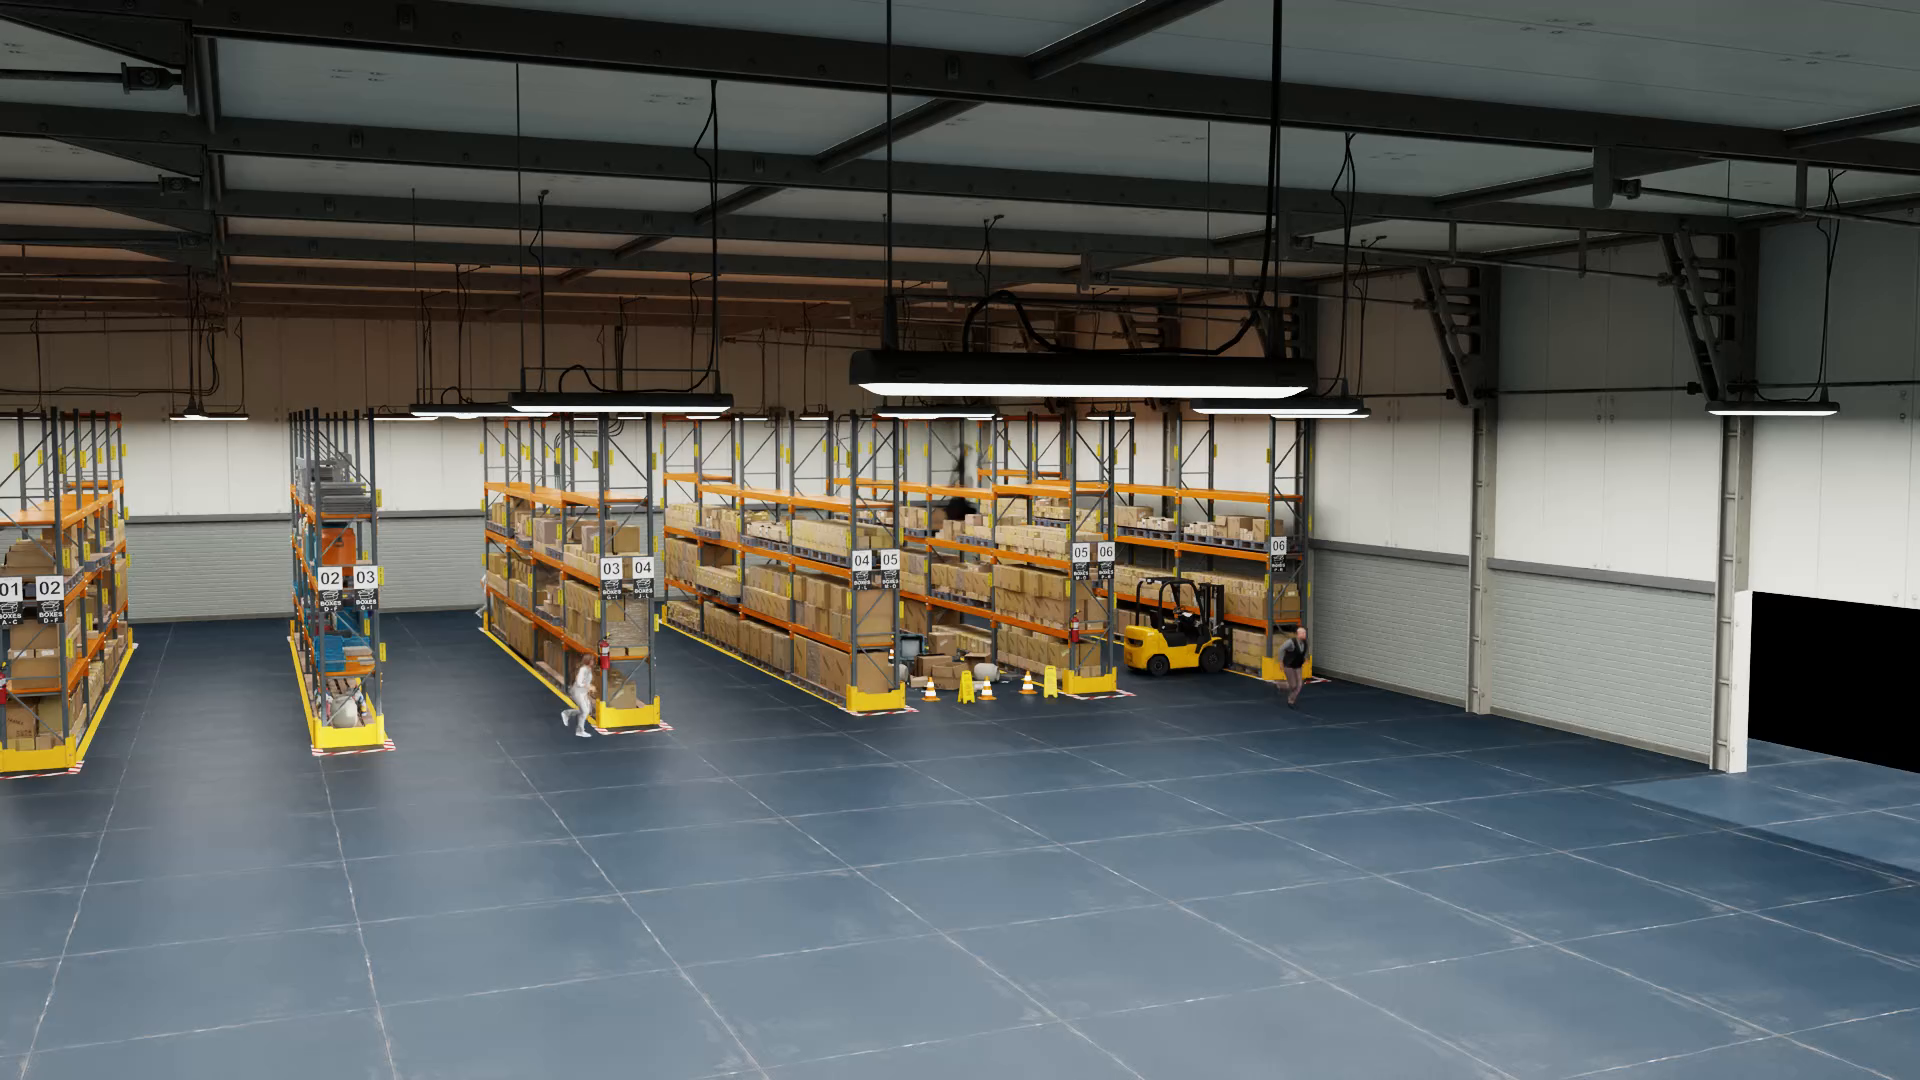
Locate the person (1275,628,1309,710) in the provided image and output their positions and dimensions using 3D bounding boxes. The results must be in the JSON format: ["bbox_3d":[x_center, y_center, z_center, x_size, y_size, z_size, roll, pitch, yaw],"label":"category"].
[{"bbox_3d":[6.686,2.572,33.518,0.653,1.658,0.766,-3,5,-36],"label":"person"}]

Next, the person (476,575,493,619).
[{"bbox_3d":[-13.423,1.583,47.629,1.029,1.711,0.562,1,4,14],"label":"person"}]

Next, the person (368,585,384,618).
[{"bbox_3d":[-16.656,1.645,46.875,0.798,1.570,0.591,-1,4,-16],"label":"person"}]

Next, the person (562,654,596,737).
[{"bbox_3d":[-6.959,2.849,30.393,0.689,1.525,0.507,1,4,7],"label":"person"}]

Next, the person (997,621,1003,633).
[{"bbox_3d":[1.262,1.693,45.104,0.600,1.834,0.853,-2,4,-26],"label":"person"}]
